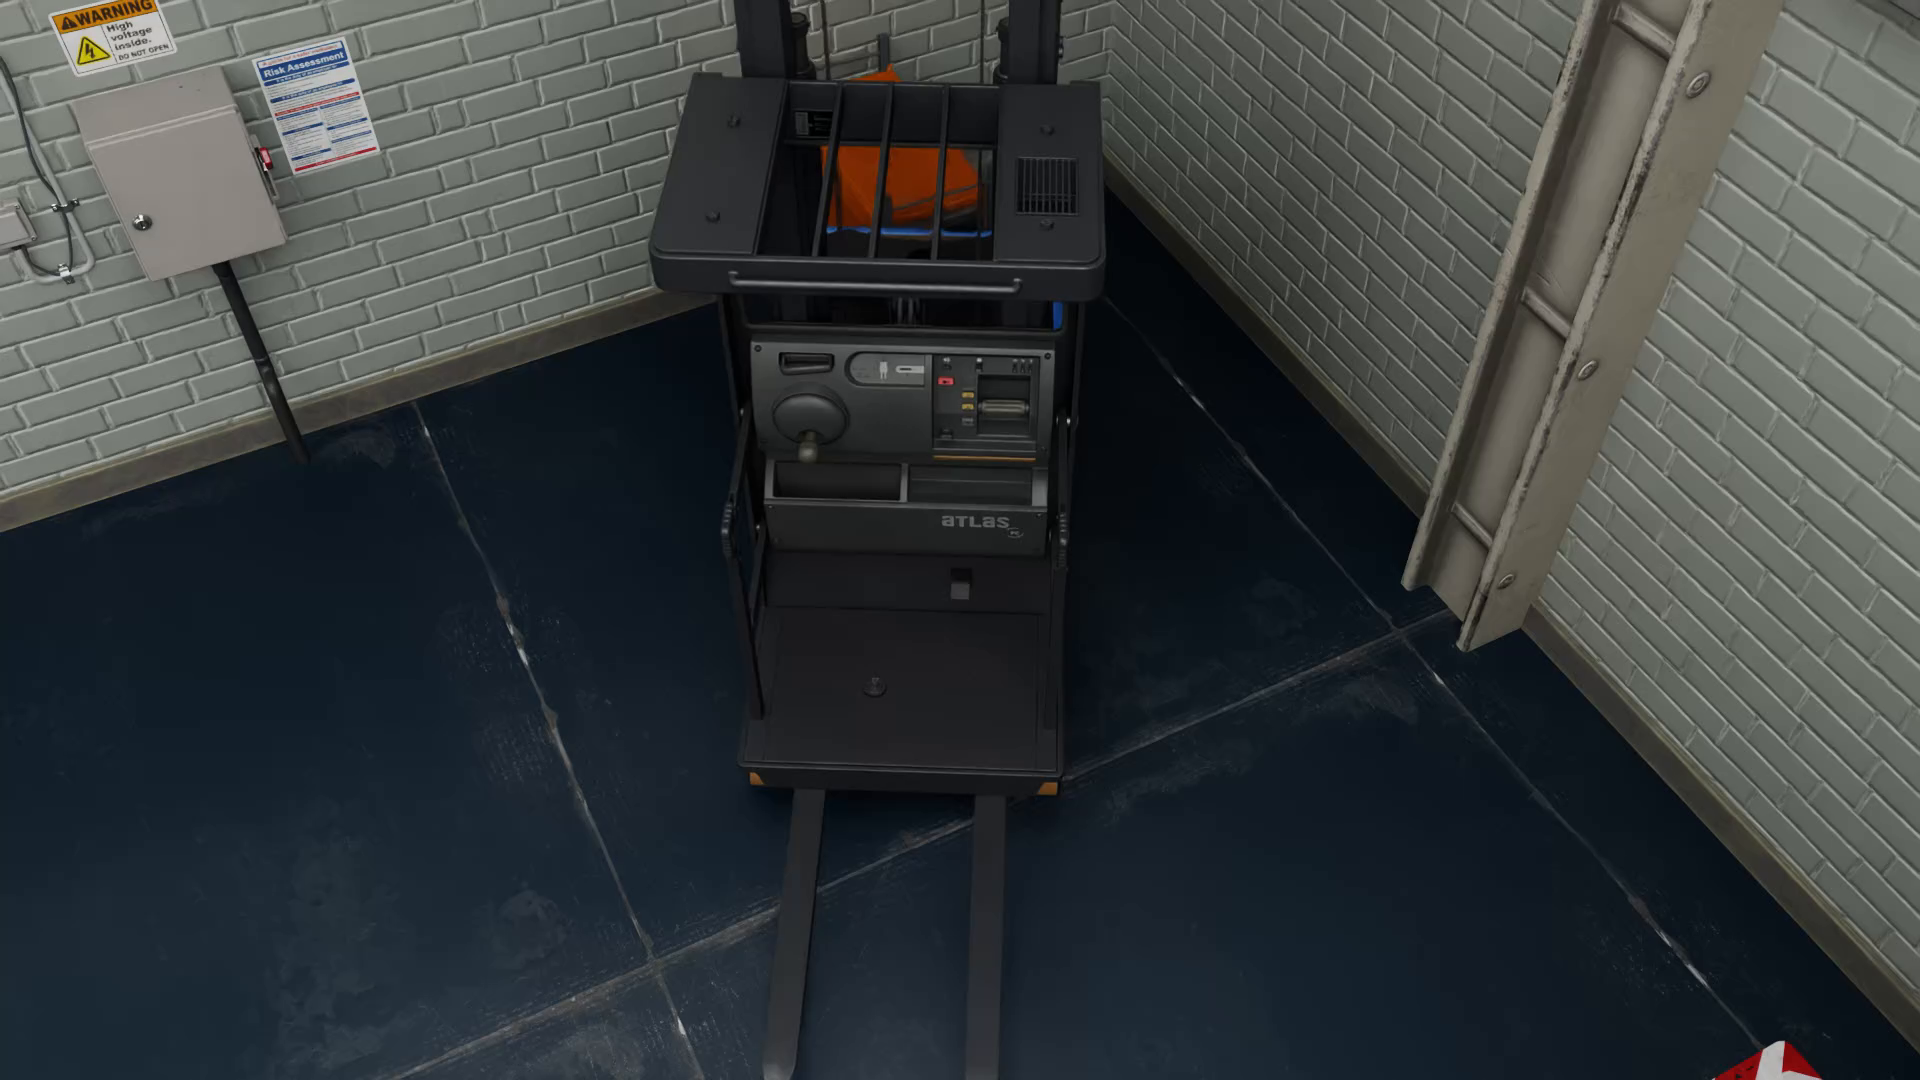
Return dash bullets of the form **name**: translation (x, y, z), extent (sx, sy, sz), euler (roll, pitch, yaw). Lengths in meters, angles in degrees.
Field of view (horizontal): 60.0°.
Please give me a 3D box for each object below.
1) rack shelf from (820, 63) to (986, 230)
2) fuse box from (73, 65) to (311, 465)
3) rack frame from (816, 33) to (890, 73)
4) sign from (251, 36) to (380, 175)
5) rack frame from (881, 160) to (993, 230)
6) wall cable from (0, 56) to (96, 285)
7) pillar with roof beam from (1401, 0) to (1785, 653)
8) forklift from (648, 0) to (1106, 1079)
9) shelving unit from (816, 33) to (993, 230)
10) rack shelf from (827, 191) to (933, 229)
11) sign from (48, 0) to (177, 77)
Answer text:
- **rack shelf**: translation (-0.304, -1.534, 6.833), extent (0.538, 0.278, 1.000), euler (-20, 51, -18)
- **fuse box**: translation (-2.700, -0.887, 6.281), extent (0.539, 1.711, 0.414), euler (-21, 52, -18)
- **rack frame**: translation (-0.532, -1.674, 7.355), extent (0.500, 1.125, 0.032), euler (-20, 51, -18)
- **sign**: translation (-2.355, -1.588, 6.102), extent (0.329, 0.494, 0.001), euler (-21, 52, -18)
- **rack frame**: translation (-0.079, -0.999, 6.744), extent (0.500, 1.125, 0.032), euler (-20, 51, -18)
- **wall cable**: translation (-3.378, -1.516, 5.300), extent (0.588, 1.984, 0.122), euler (-21, 52, -18)
- **pillar with roof beam**: translation (-1.882, -1.238, 1.747), extent (9.100, 9.000, 0.400), euler (-21, 52, -18)
- **forklift**: translation (-0.182, -0.323, 4.978), extent (1.130, 2.935, 3.031), euler (2, 49, 1)
- **shelving unit**: translation (-0.306, -1.337, 7.049), extent (0.538, 1.125, 1.048), euler (-20, 51, -18)
- **rack shelf**: translation (-0.307, -1.172, 7.230), extent (0.538, 0.278, 1.000), euler (-20, 51, -18)
- **sign**: translation (-2.844, -1.702, 5.590), extent (0.339, 0.242, 0.001), euler (-21, 52, -18)
